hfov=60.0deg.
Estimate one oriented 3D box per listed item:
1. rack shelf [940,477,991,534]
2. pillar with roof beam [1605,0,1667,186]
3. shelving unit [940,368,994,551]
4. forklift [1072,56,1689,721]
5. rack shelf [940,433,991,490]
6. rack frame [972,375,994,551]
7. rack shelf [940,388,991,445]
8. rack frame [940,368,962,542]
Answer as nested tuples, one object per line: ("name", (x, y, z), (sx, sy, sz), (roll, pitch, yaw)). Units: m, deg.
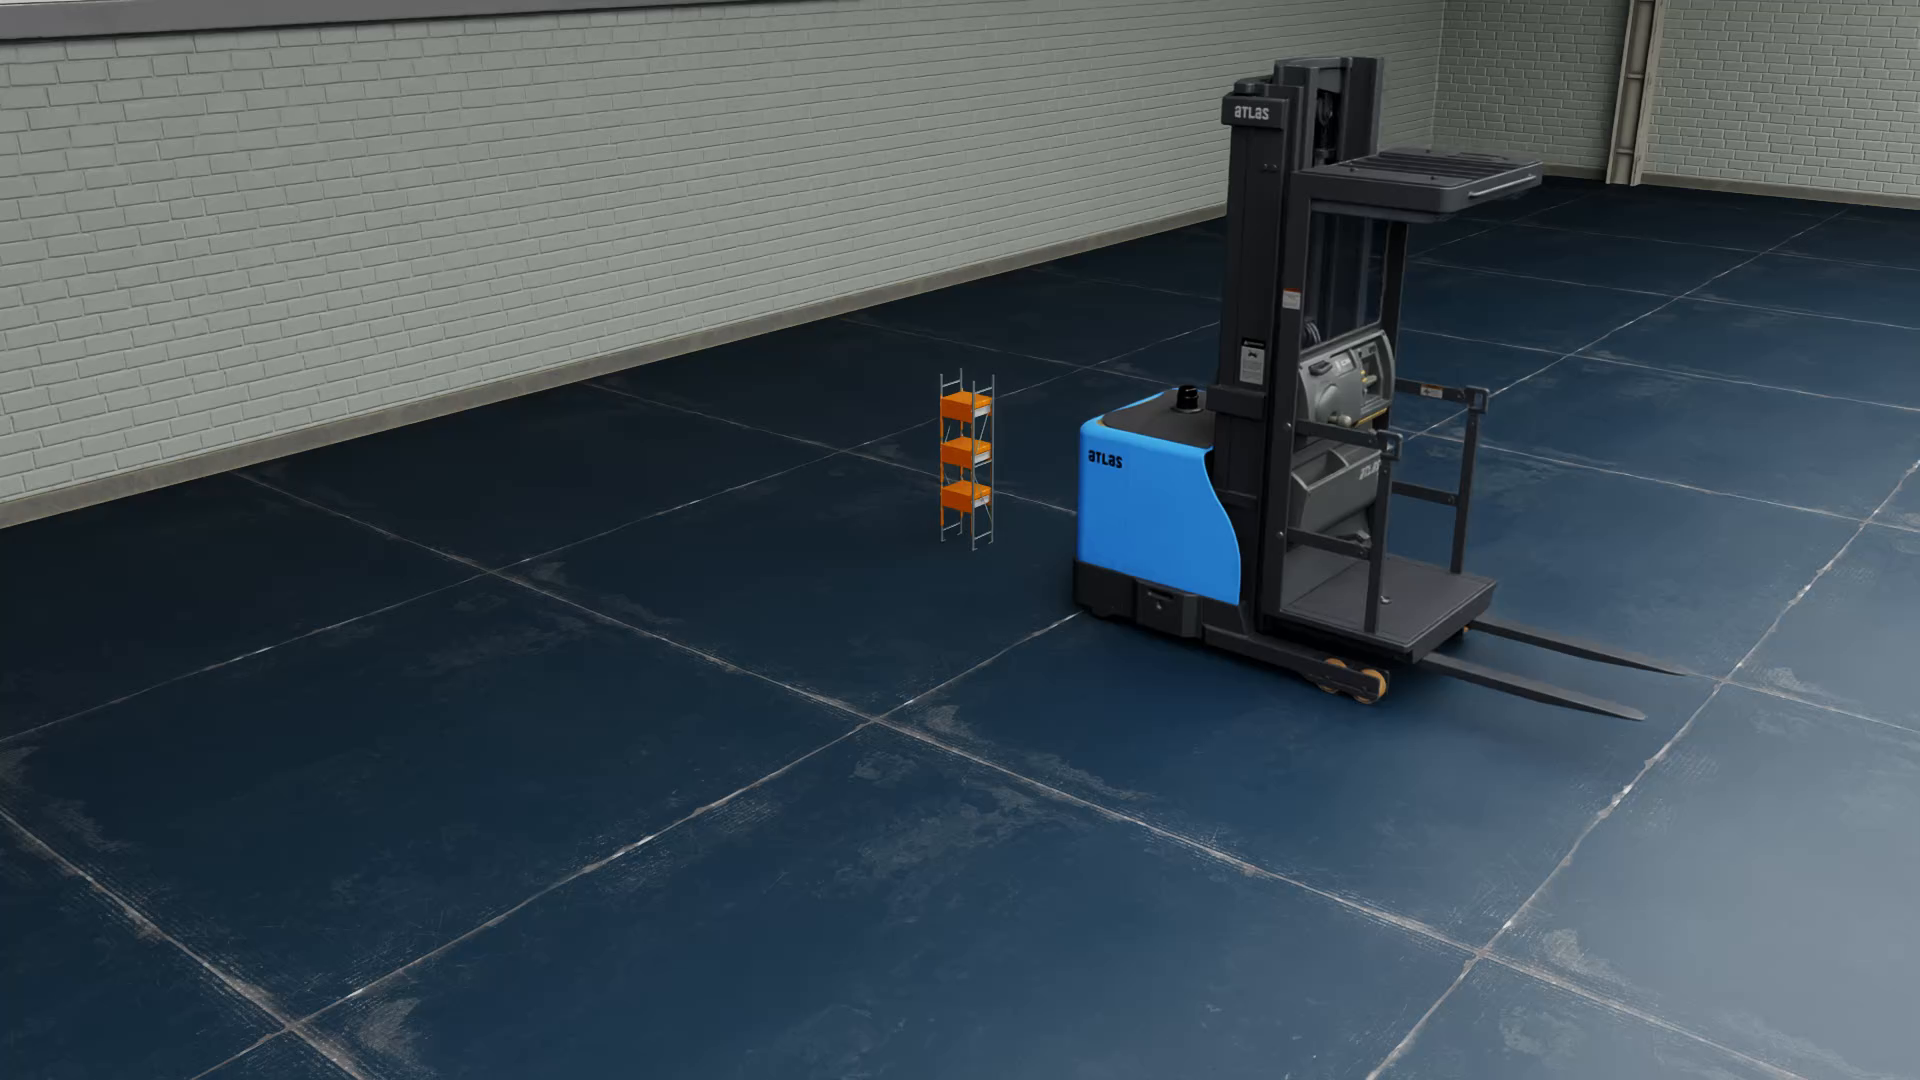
("rack shelf", (0.041, -0.209, 10.053), (0.240, 0.259, 0.215), (16, 26, 36))
("pillar with roof beam", (6.678, -8.091, 18.869), (0.400, 9.000, 9.100), (16, 26, 36))
("shelving unit", (0.041, -0.479, 9.951), (0.252, 1.050, 0.215), (16, 26, 36))
("forklift", (2.078, -0.788, 8.104), (3.031, 2.935, 1.130), (16, 26, 36))
("rack shelf", (0.041, -0.469, 9.955), (0.240, 0.259, 0.215), (16, 26, 36))
("rack frame", (0.136, -0.452, 9.879), (0.008, 1.050, 0.200), (16, 26, 36))
("rack shelf", (0.041, -0.735, 9.855), (0.240, 0.259, 0.215), (16, 26, 36))
("rack frame", (-0.053, -0.507, 10.023), (0.008, 1.050, 0.200), (16, 26, 36))
